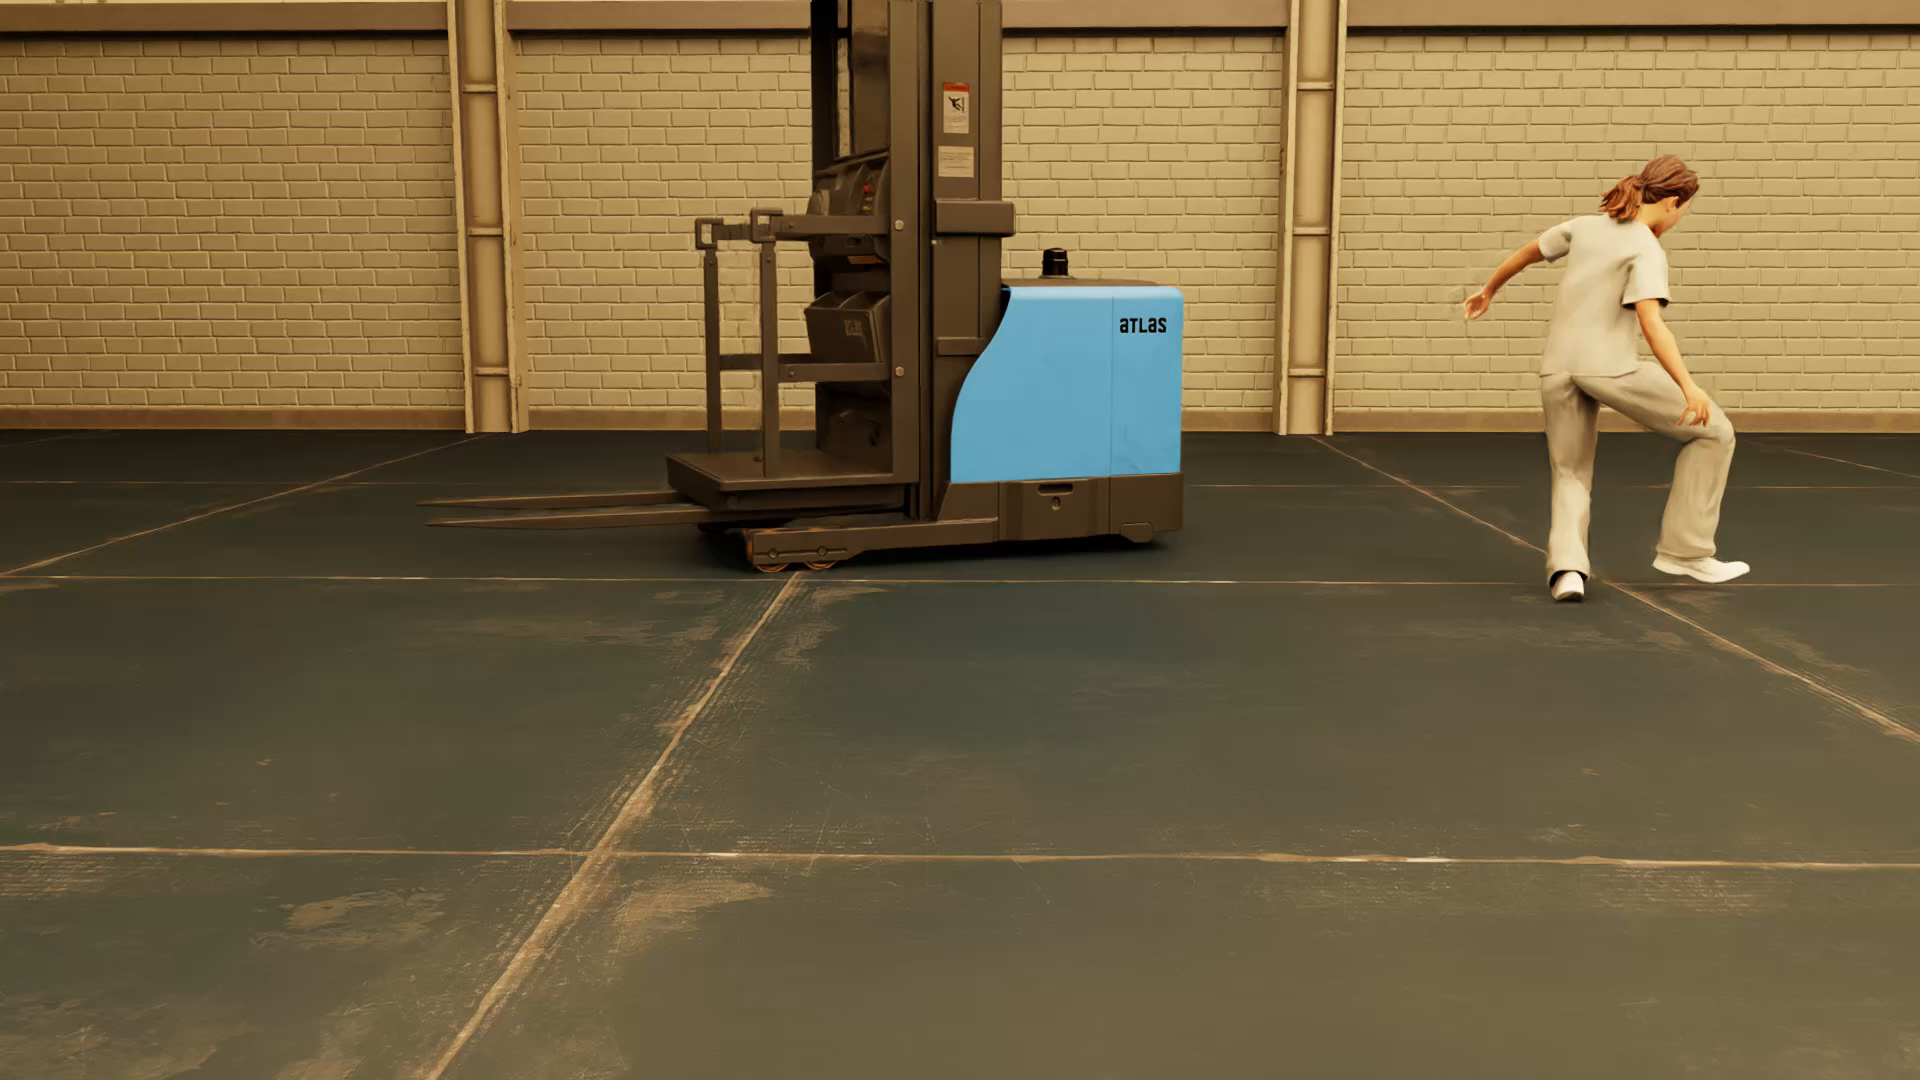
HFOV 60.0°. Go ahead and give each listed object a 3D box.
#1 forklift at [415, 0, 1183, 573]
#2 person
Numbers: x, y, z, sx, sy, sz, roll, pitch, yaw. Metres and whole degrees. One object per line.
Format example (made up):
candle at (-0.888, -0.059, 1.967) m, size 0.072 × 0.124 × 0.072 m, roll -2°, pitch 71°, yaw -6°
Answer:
forklift at (-0.640, -1.412, 6.667) m, size 3.031 × 2.935 × 1.130 m, roll -3°, pitch 9°, yaw -20°
person at (2.216, -0.544, 5.915) m, size 0.603 × 1.591 × 1.069 m, roll -5°, pitch 10°, yaw -31°
